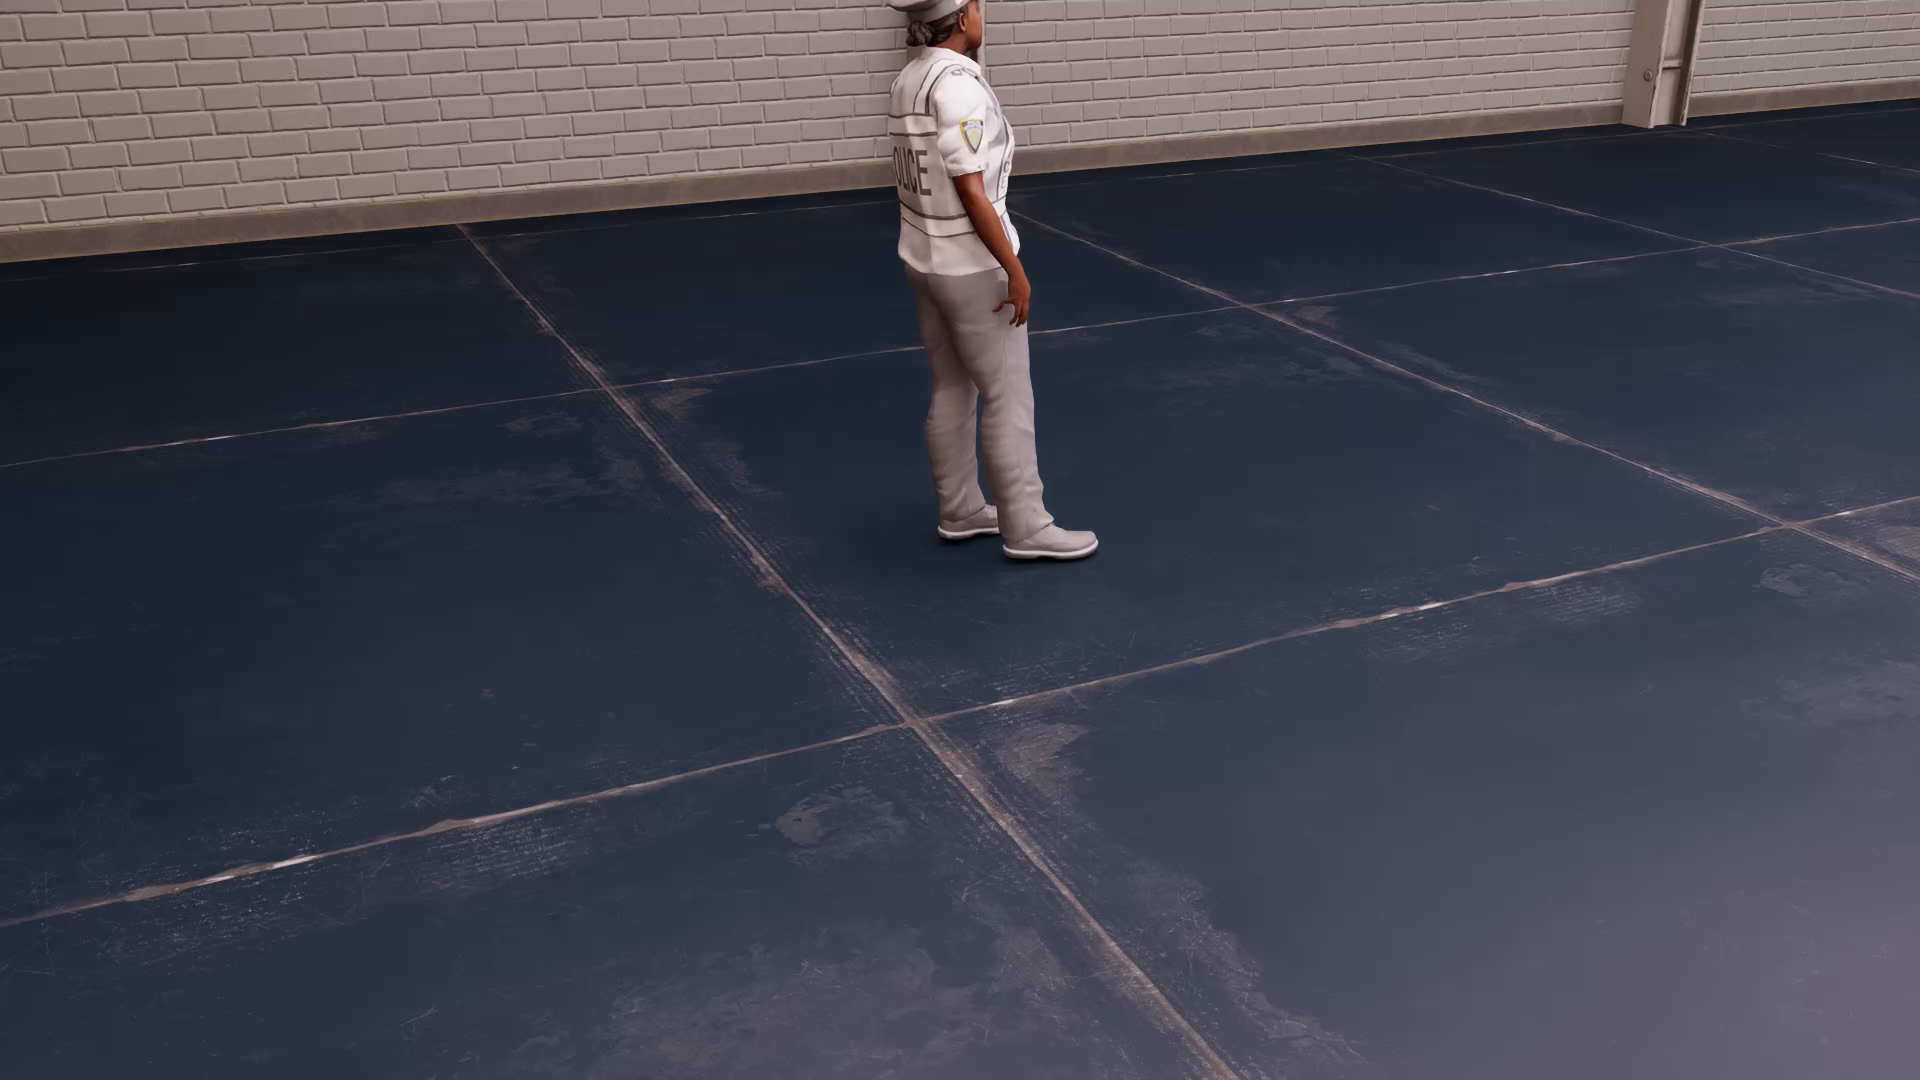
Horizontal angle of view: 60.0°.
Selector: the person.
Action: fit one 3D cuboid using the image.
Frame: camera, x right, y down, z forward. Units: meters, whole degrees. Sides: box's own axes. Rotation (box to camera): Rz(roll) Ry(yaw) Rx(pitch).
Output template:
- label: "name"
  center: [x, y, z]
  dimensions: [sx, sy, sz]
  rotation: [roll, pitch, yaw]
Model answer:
- label: "person"
  center: [0.076, -0.794, 4.791]
  dimensions: [0.530, 1.694, 0.569]
  rotation: [-10, 25, -23]
